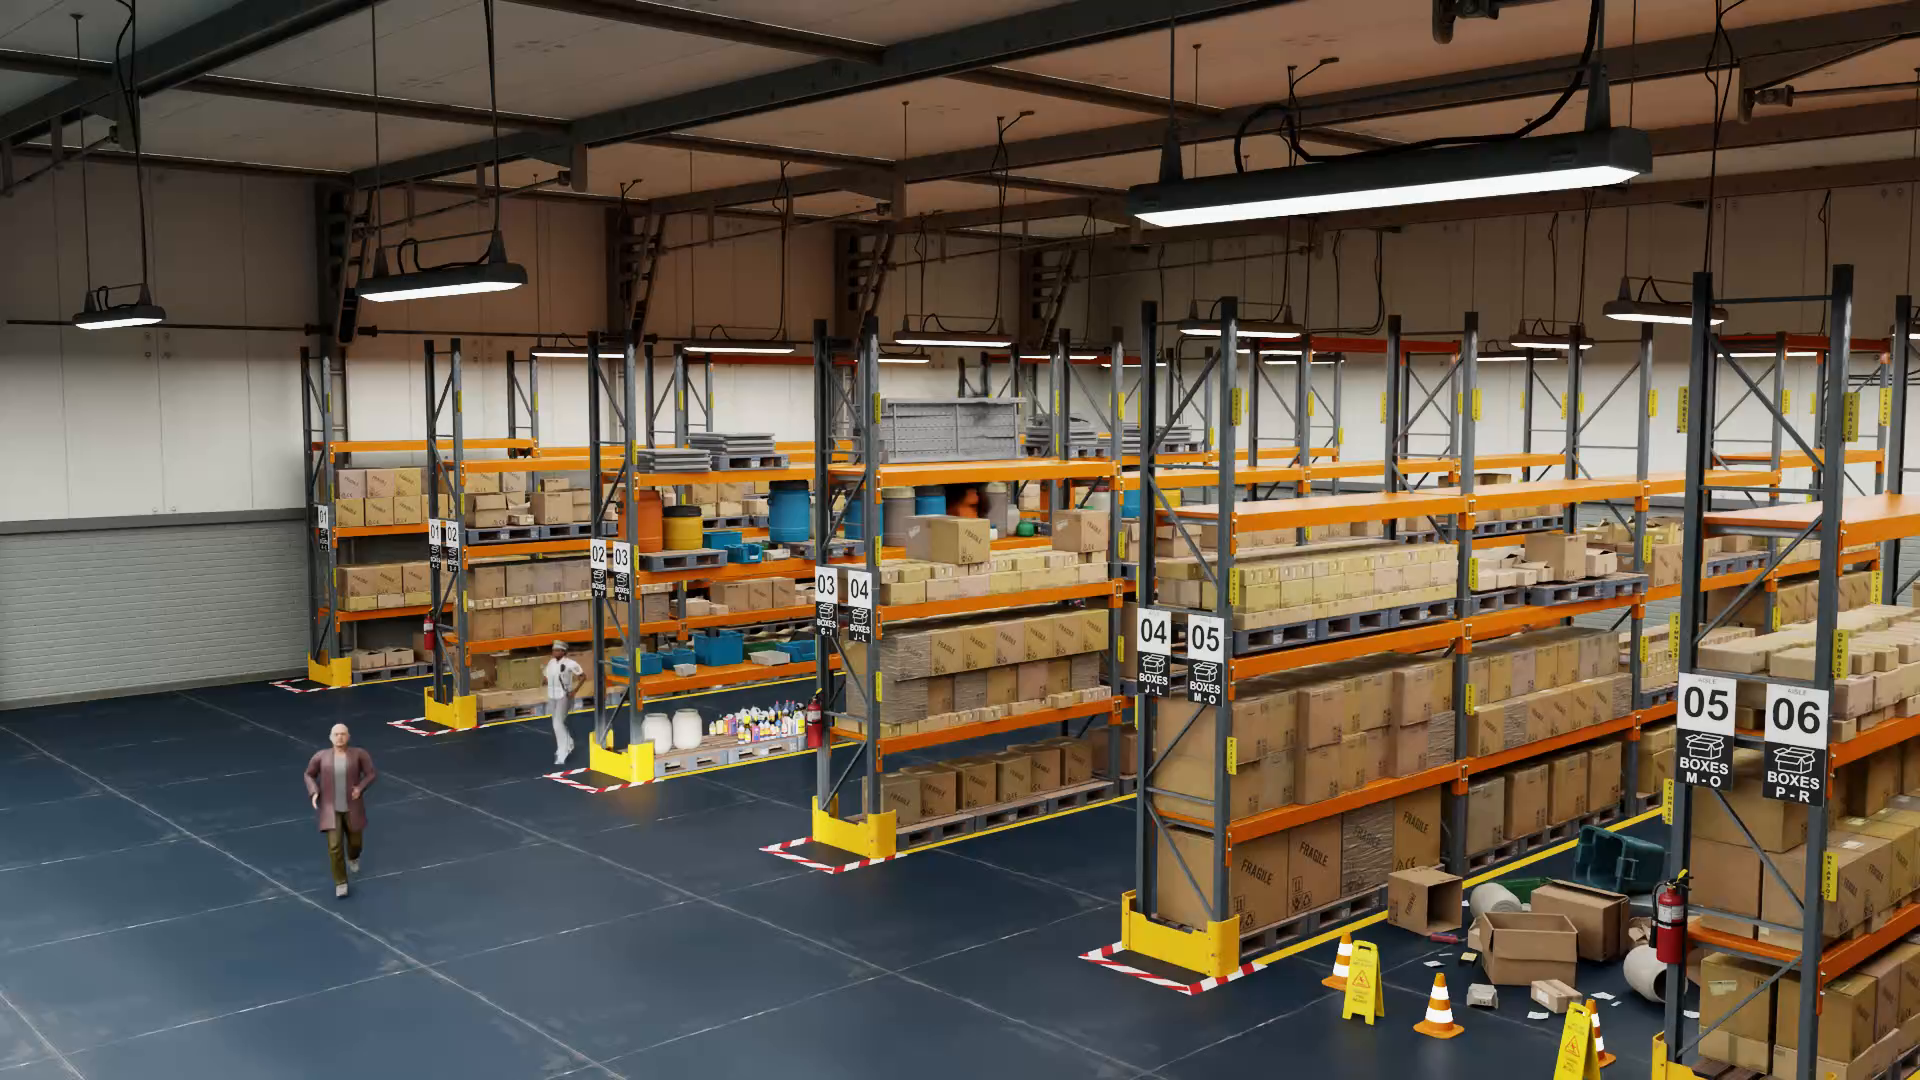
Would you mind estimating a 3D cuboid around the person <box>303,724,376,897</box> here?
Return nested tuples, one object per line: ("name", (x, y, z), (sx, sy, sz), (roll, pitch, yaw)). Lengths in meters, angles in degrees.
("person", (-6.446, 2.776, 17.310), (0.716, 1.736, 0.833), (-2, 5, -20))

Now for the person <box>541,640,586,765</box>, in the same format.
("person", (-5.610, 2.277, 23.399), (0.582, 1.782, 0.674), (3, 6, 29))

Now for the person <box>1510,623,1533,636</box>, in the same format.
("person", (8.649, 2.048, 25.667), (0.710, 1.725, 0.520), (4, 7, 41))
